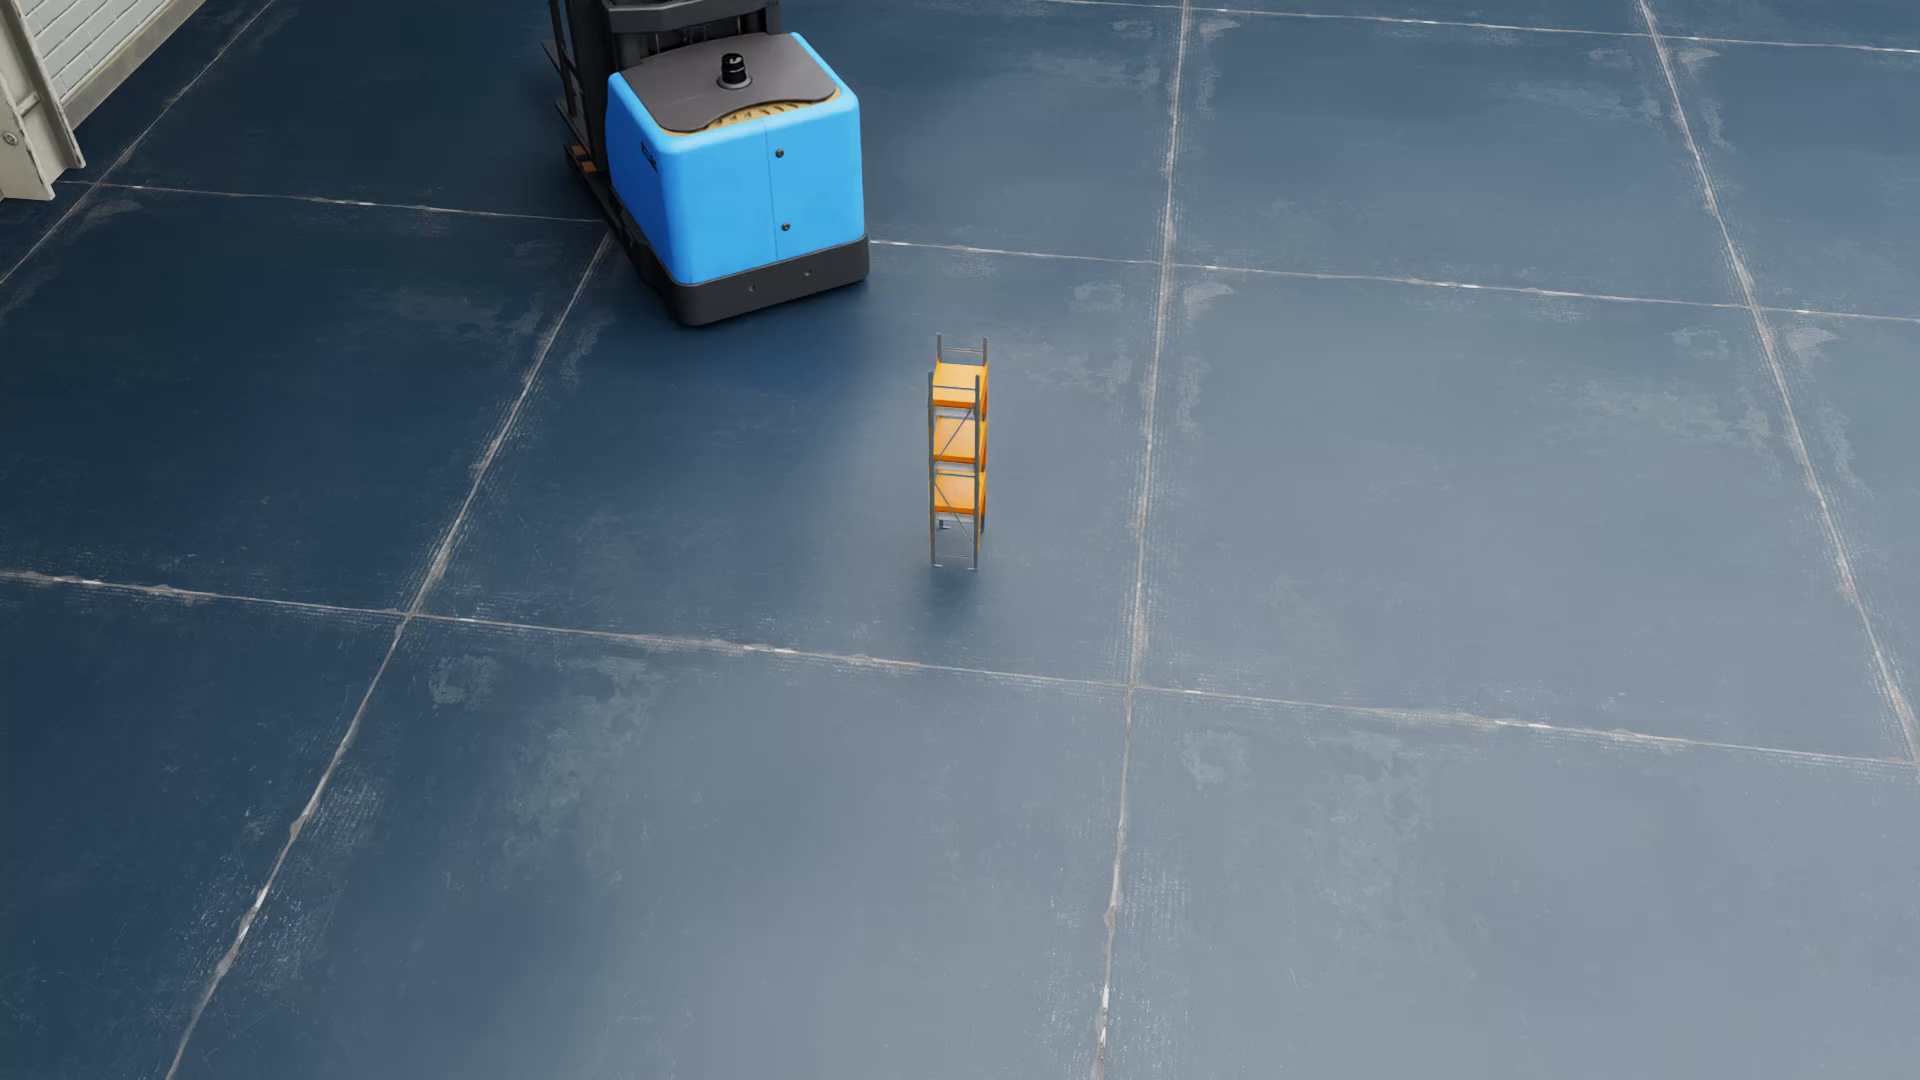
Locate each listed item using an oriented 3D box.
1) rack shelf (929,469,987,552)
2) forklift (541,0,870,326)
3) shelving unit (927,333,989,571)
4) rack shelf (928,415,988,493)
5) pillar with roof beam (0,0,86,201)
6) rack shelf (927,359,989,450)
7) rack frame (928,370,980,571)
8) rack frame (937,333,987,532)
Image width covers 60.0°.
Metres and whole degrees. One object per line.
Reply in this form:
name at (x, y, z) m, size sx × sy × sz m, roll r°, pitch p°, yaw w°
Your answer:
rack shelf at (-0.007, -0.135, 7.049) m, size 0.215 × 0.259 × 0.240 m, roll 5°, pitch 44°, yaw 6°
forklift at (-1.580, -3.145, 8.439) m, size 1.130 × 2.935 × 3.031 m, roll -19°, pitch 47°, yaw -19°
shelving unit at (-0.007, -0.345, 6.851) m, size 0.215 × 1.050 × 0.252 m, roll 5°, pitch 44°, yaw 6°
rack shelf at (-0.007, -0.337, 6.858) m, size 0.215 × 0.259 × 0.240 m, roll 5°, pitch 44°, yaw 6°
pillar with roof beam at (-0.914, -4.912, 5.892) m, size 9.100 × 9.000 × 0.400 m, roll 5°, pitch 44°, yaw 6°
rack shelf at (-0.007, -0.543, 6.663) m, size 0.215 × 0.259 × 0.240 m, roll 5°, pitch 44°, yaw 6°
rack frame at (-0.023, -0.262, 6.763) m, size 0.200 × 1.050 × 0.008 m, roll 5°, pitch 44°, yaw 6°
rack frame at (0.009, -0.428, 6.938) m, size 0.200 × 1.050 × 0.008 m, roll 5°, pitch 44°, yaw 6°
